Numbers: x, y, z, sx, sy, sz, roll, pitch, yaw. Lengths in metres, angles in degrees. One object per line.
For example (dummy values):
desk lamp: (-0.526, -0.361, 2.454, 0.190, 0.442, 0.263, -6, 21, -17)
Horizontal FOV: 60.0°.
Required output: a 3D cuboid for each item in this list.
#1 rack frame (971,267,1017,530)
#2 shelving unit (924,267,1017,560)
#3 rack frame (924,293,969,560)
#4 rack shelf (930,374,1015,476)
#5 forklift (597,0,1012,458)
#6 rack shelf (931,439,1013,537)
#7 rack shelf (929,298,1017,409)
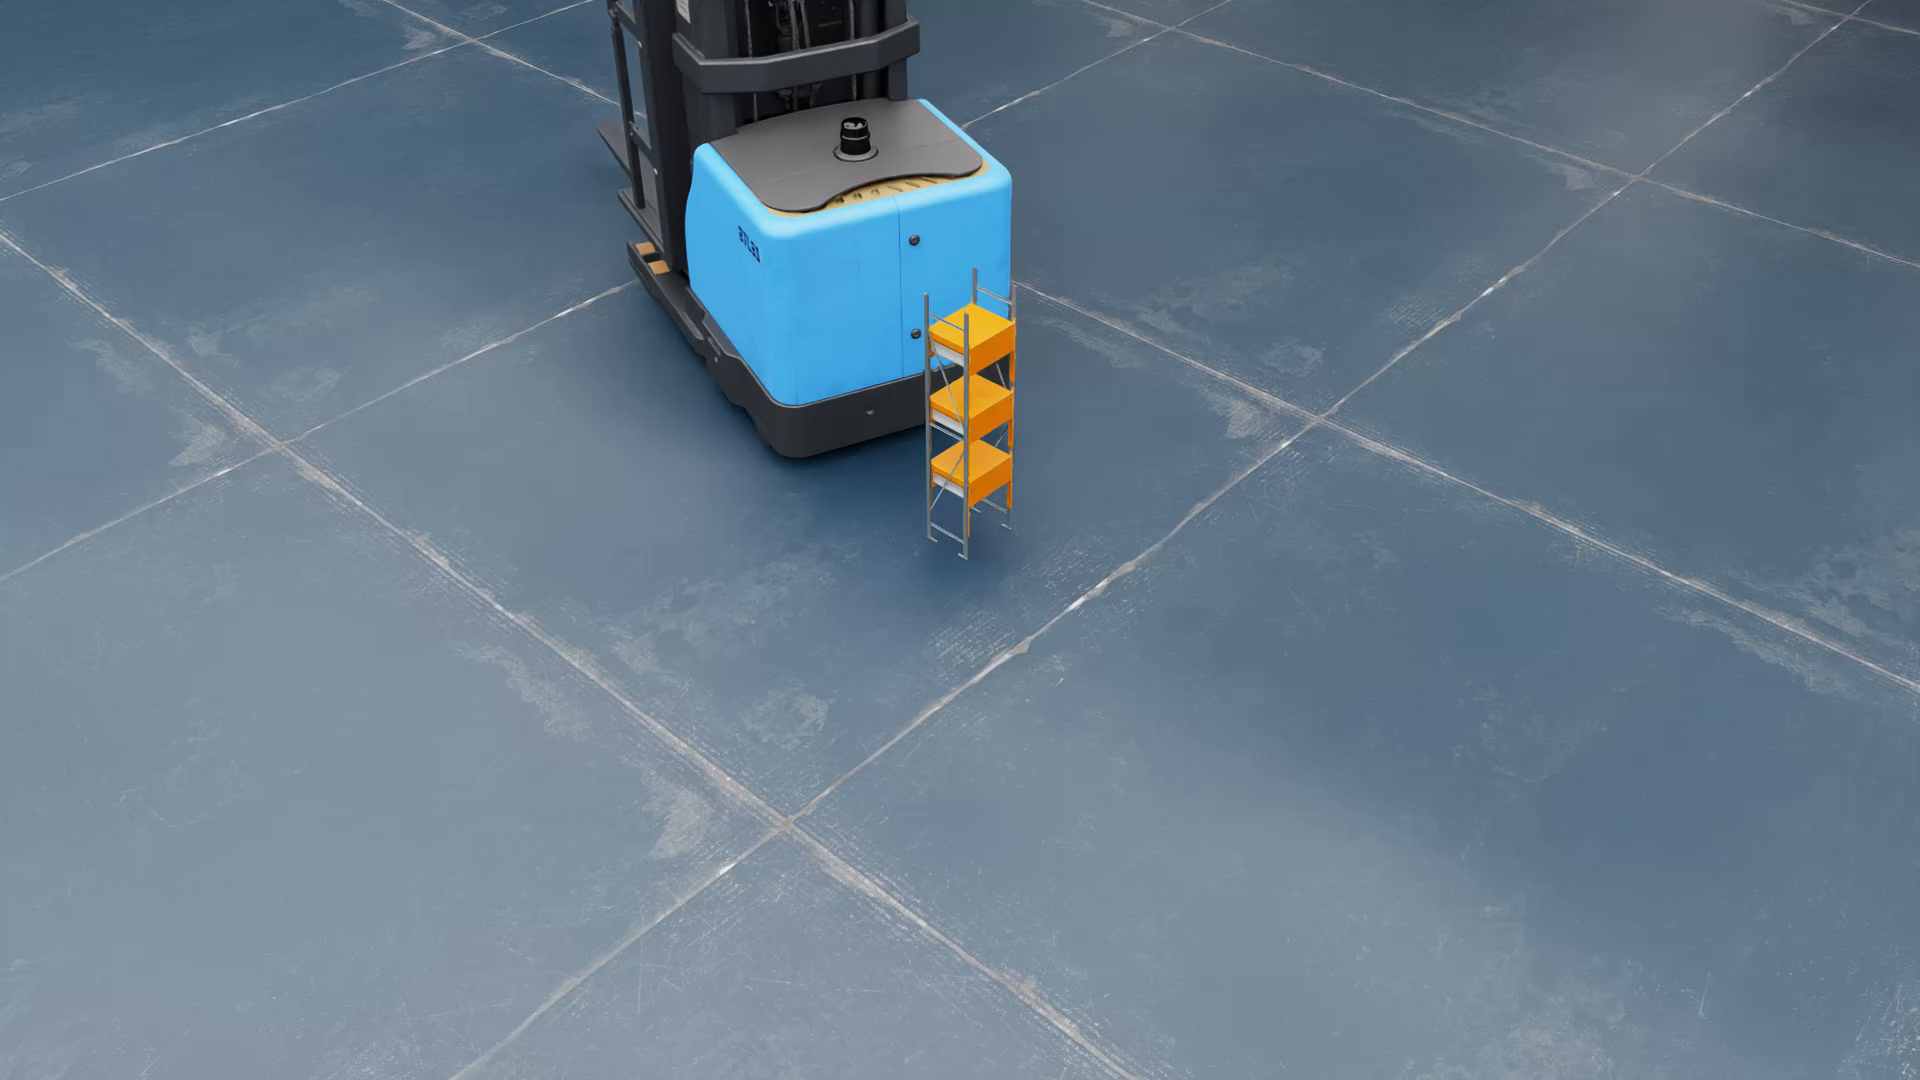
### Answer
rack frame: (0.118, -0.492, 6.025, 0.200, 1.050, 0.008, 30, 47, 32)
shelving unit: (0.036, -0.436, 5.954, 0.215, 1.050, 0.252, 30, 47, 32)
rack frame: (-0.046, -0.379, 5.884, 0.200, 1.050, 0.008, 30, 47, 32)
rack shelf: (0.036, -0.427, 5.961, 0.215, 0.259, 0.240, 30, 47, 32)
forklift: (-0.898, -2.379, 6.886, 1.130, 2.935, 3.031, -17, 42, -21)
rack shelf: (0.036, -0.210, 6.134, 0.215, 0.259, 0.240, 30, 47, 32)
rack shelf: (0.036, -0.649, 5.784, 0.215, 0.259, 0.240, 30, 47, 32)
